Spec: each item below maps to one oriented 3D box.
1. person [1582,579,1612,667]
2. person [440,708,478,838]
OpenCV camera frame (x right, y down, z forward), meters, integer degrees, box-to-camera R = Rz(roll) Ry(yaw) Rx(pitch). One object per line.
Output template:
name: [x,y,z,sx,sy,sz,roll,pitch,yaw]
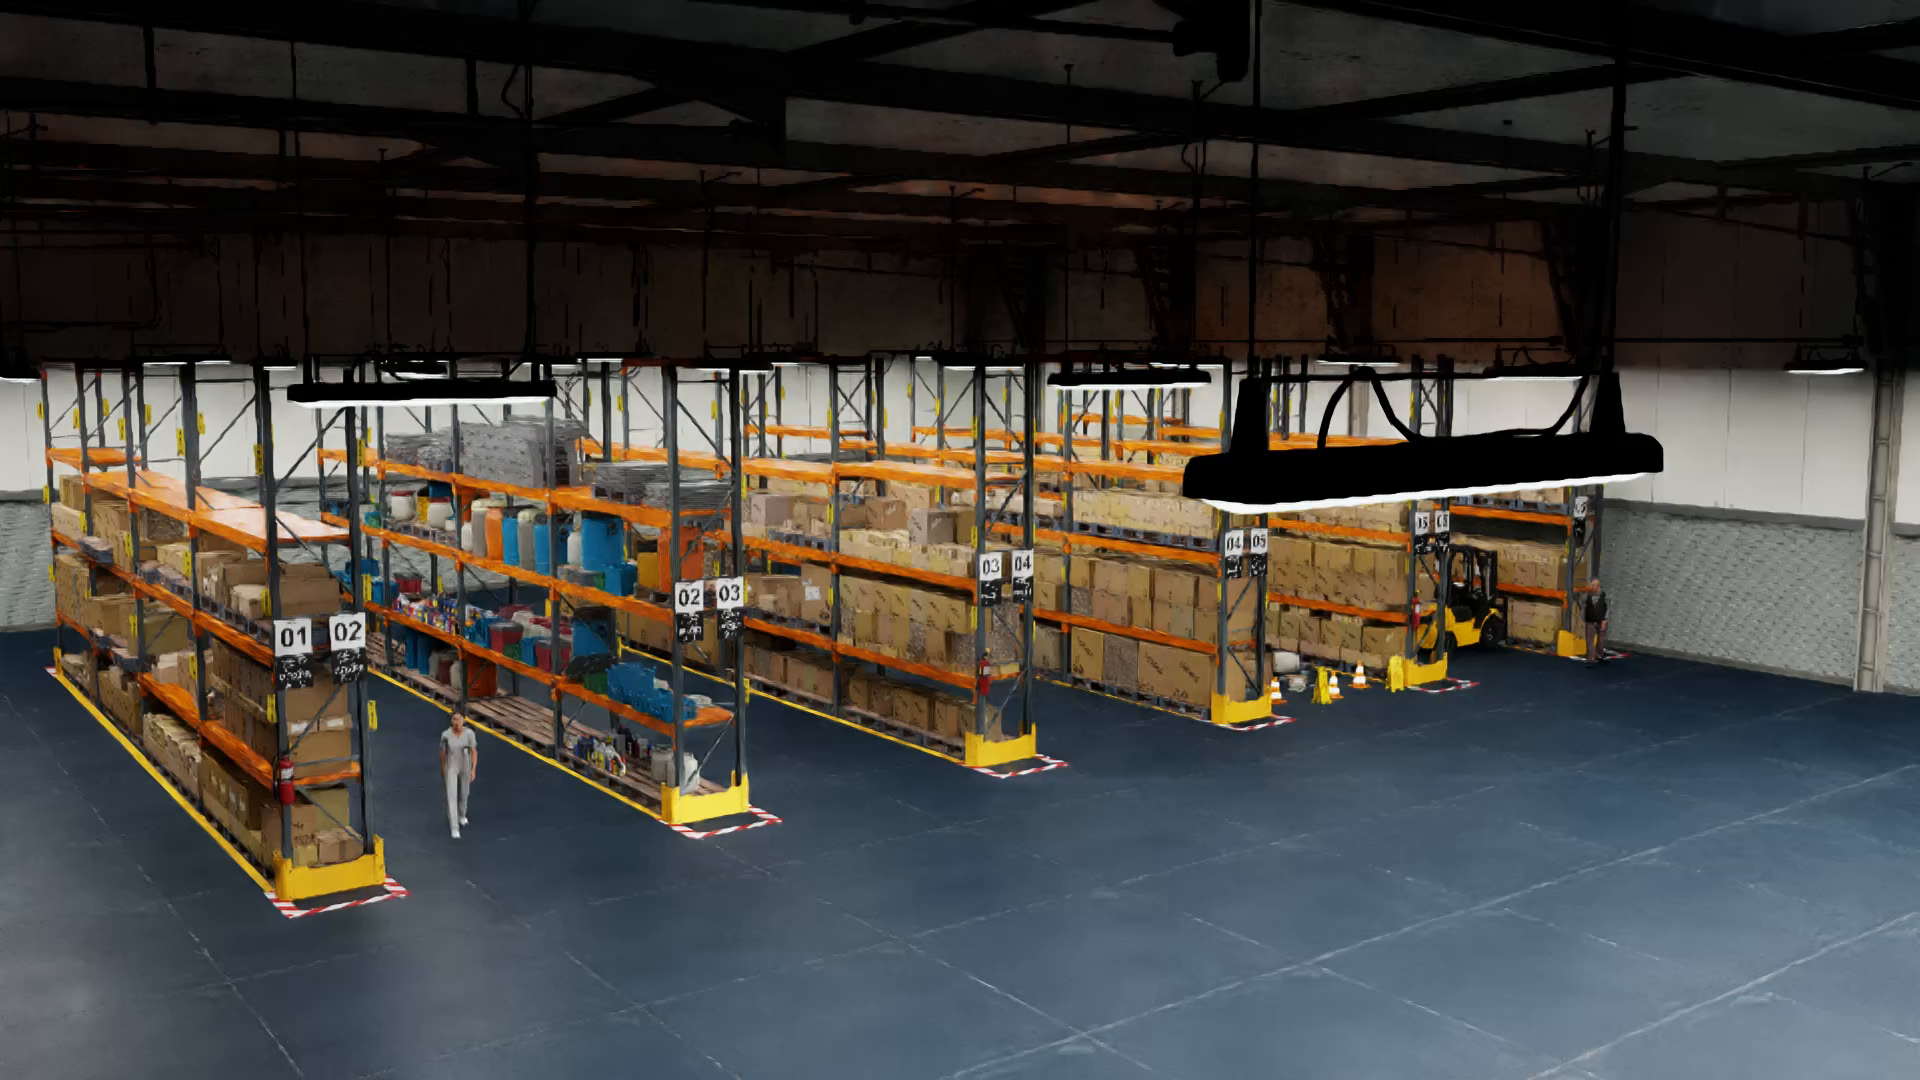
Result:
person: [12.391,1.604,32.387,0.553,1.718,0.699,3,8,25]
person: [-6.437,2.953,21.400,0.446,1.601,1.006,-3,8,-27]
